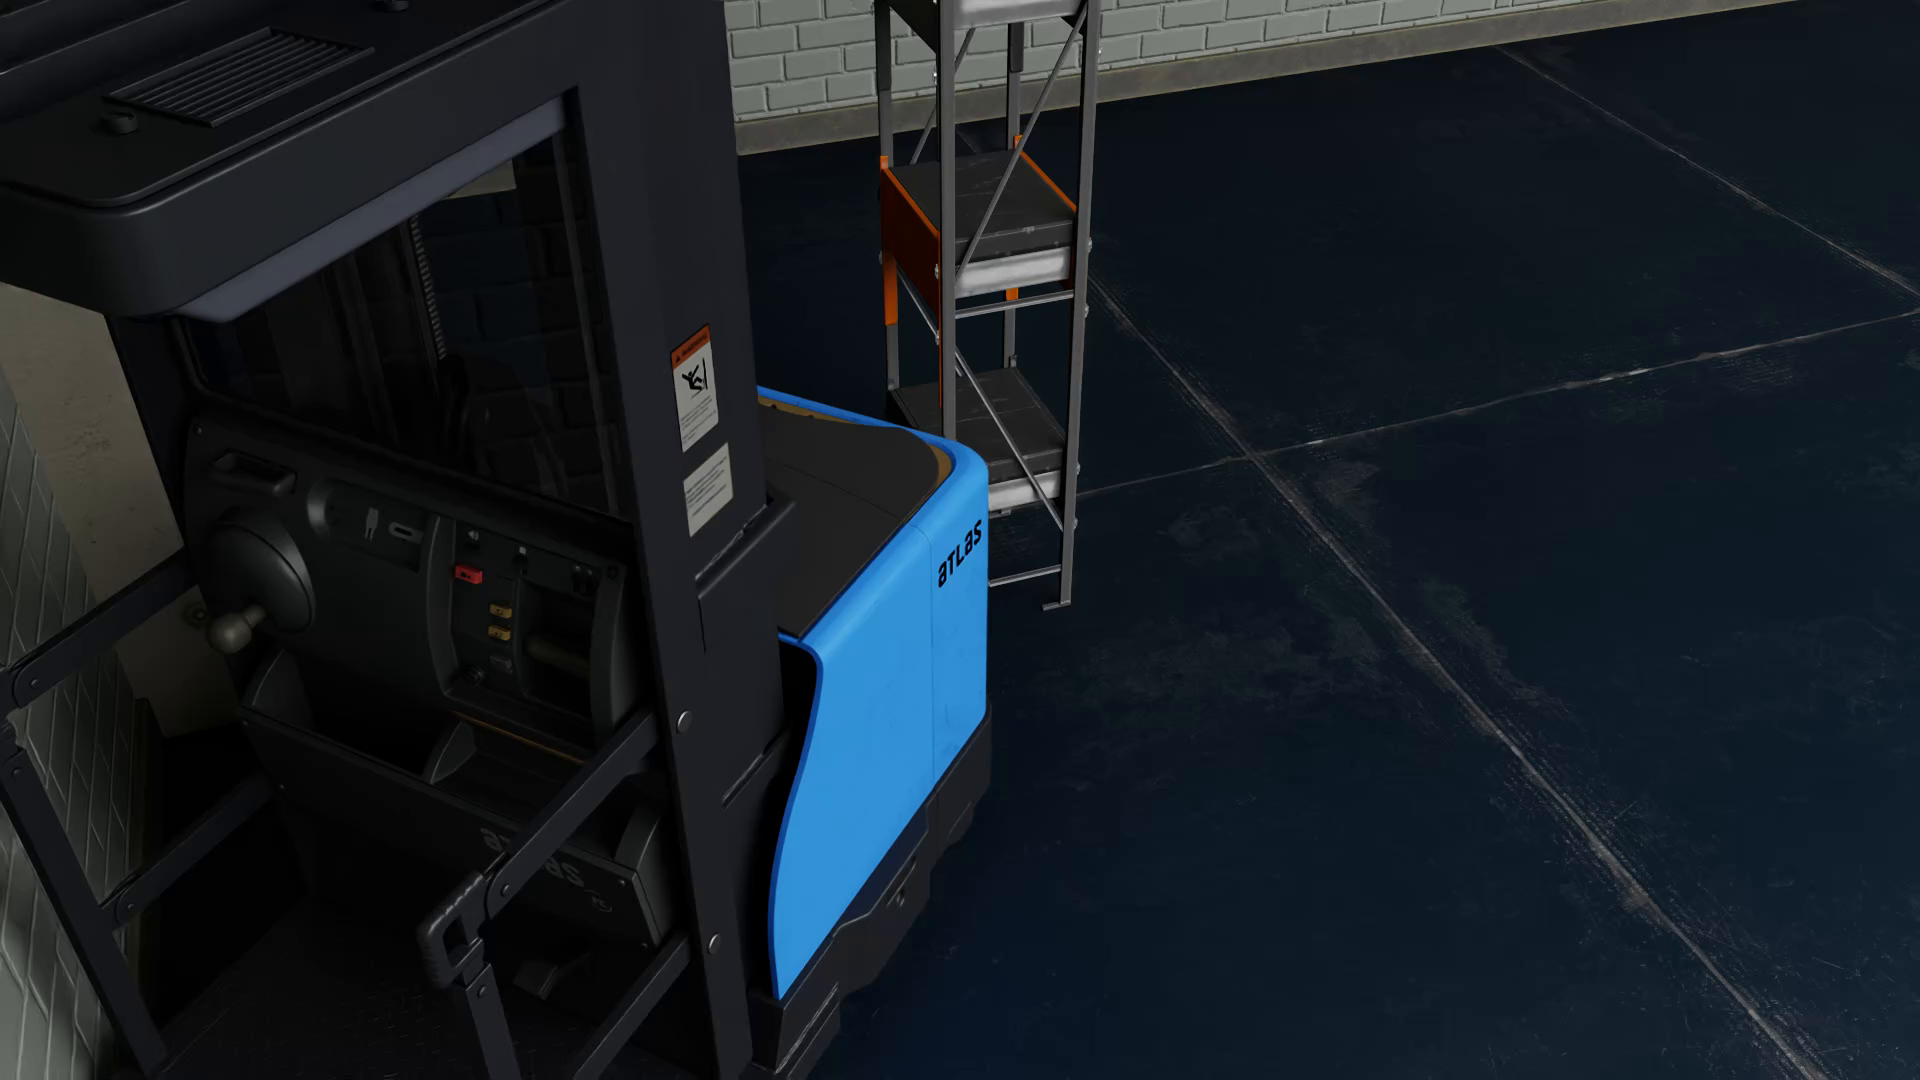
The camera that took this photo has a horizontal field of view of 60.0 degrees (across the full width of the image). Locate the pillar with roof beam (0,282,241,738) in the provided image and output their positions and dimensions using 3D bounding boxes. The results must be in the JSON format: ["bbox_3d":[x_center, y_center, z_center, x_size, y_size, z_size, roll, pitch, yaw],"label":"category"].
[{"bbox_3d":[1.913,-4.082,3.190,9.100,9.000,0.400,-12,39,-16],"label":"pillar with roof beam"}]

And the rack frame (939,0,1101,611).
[{"bbox_3d":[0.141,-0.607,4.311,0.400,2.100,0.015,-12,39,-16],"label":"rack frame"}]

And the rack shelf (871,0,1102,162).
[{"bbox_3d":[0.057,-1.293,4.081,0.431,0.518,0.480,-12,39,-16],"label":"rack shelf"}]

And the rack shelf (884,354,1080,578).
[{"bbox_3d":[0.057,-0.175,4.924,0.431,0.518,0.480,-12,39,-16],"label":"rack shelf"}]

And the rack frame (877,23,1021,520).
[{"bbox_3d":[-0.027,-0.883,4.677,0.400,2.100,0.015,-12,39,-16],"label":"rack frame"}]

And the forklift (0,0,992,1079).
[{"bbox_3d":[-1.036,0.141,2.627,1.130,2.935,3.031,17,40,21],"label":"forklift"}]

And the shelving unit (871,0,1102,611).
[{"bbox_3d":[0.057,-0.745,4.494,0.431,2.100,0.503,-12,39,-16],"label":"shelving unit"}]

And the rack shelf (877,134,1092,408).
[{"bbox_3d":[0.057,-0.734,4.502,0.431,0.518,0.480,-12,39,-16],"label":"rack shelf"}]
